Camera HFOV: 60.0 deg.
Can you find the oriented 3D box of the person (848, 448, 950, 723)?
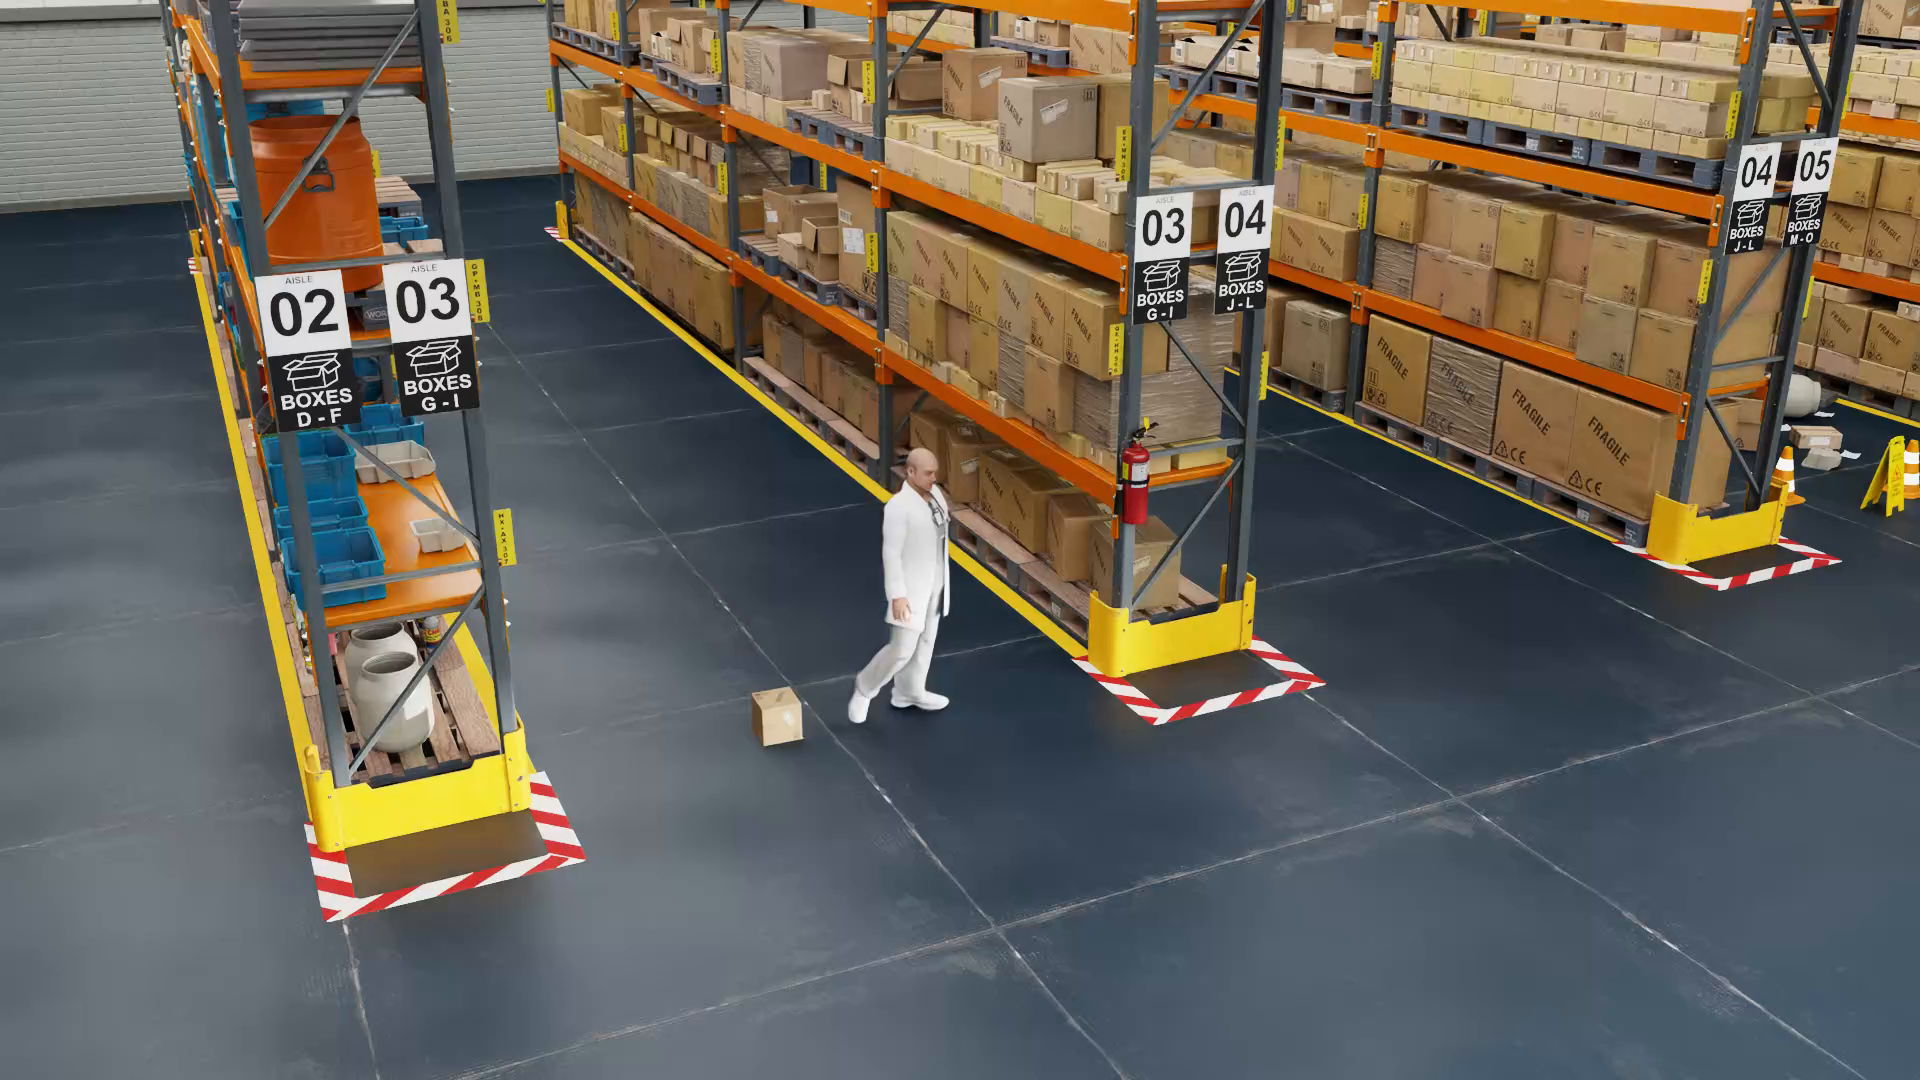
[{"bbox_3d":[-0.373,0.284,10.318,0.561,1.767,0.769,13,25,29],"label":"person"}]
